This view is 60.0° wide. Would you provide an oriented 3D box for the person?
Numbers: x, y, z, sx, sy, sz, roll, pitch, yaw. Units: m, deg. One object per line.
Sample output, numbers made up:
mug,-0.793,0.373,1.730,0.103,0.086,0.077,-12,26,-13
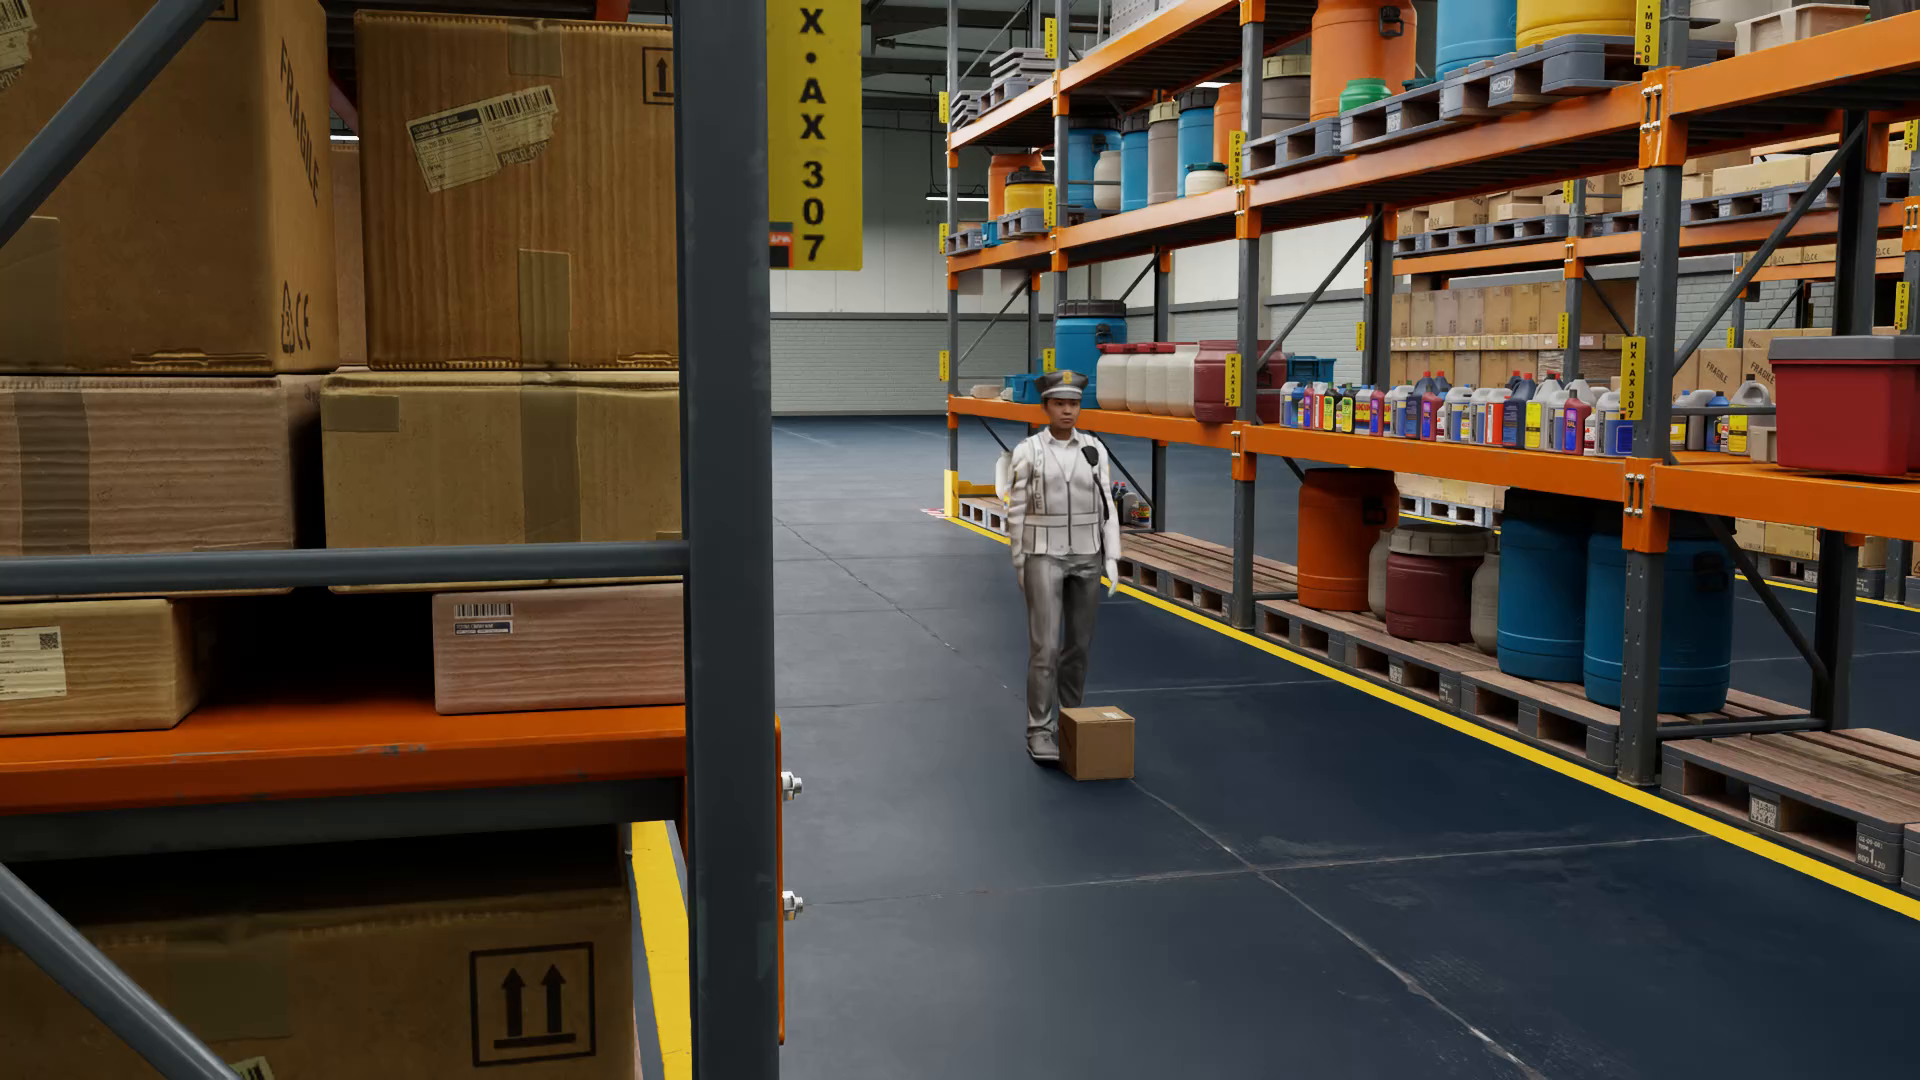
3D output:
person,0.464,0.103,7.253,0.478,1.690,0.563,-1,6,-13
